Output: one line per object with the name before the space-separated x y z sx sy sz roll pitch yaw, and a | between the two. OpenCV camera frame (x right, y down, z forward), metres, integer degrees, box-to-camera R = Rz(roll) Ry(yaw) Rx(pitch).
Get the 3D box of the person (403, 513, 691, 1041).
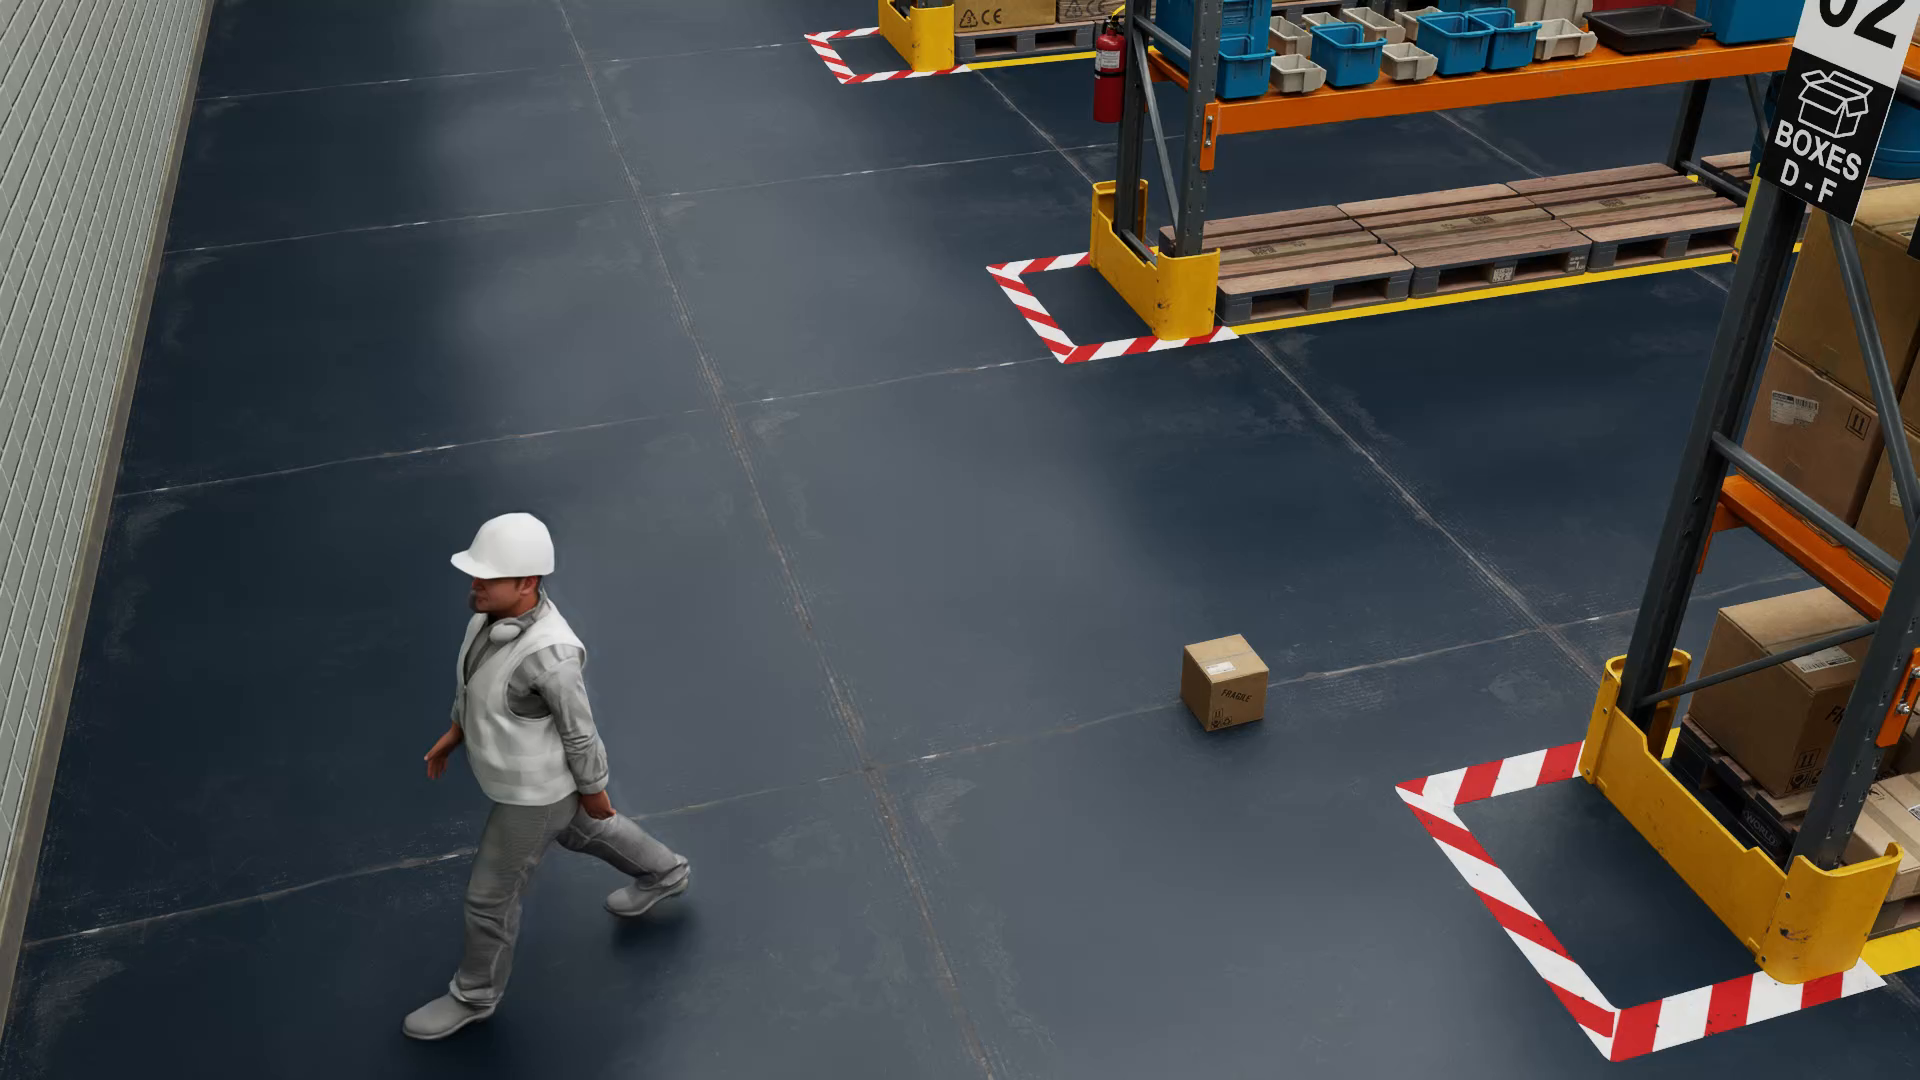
person | -1.367 0.681 5.097 1.033 1.722 0.542 -17 37 -23
